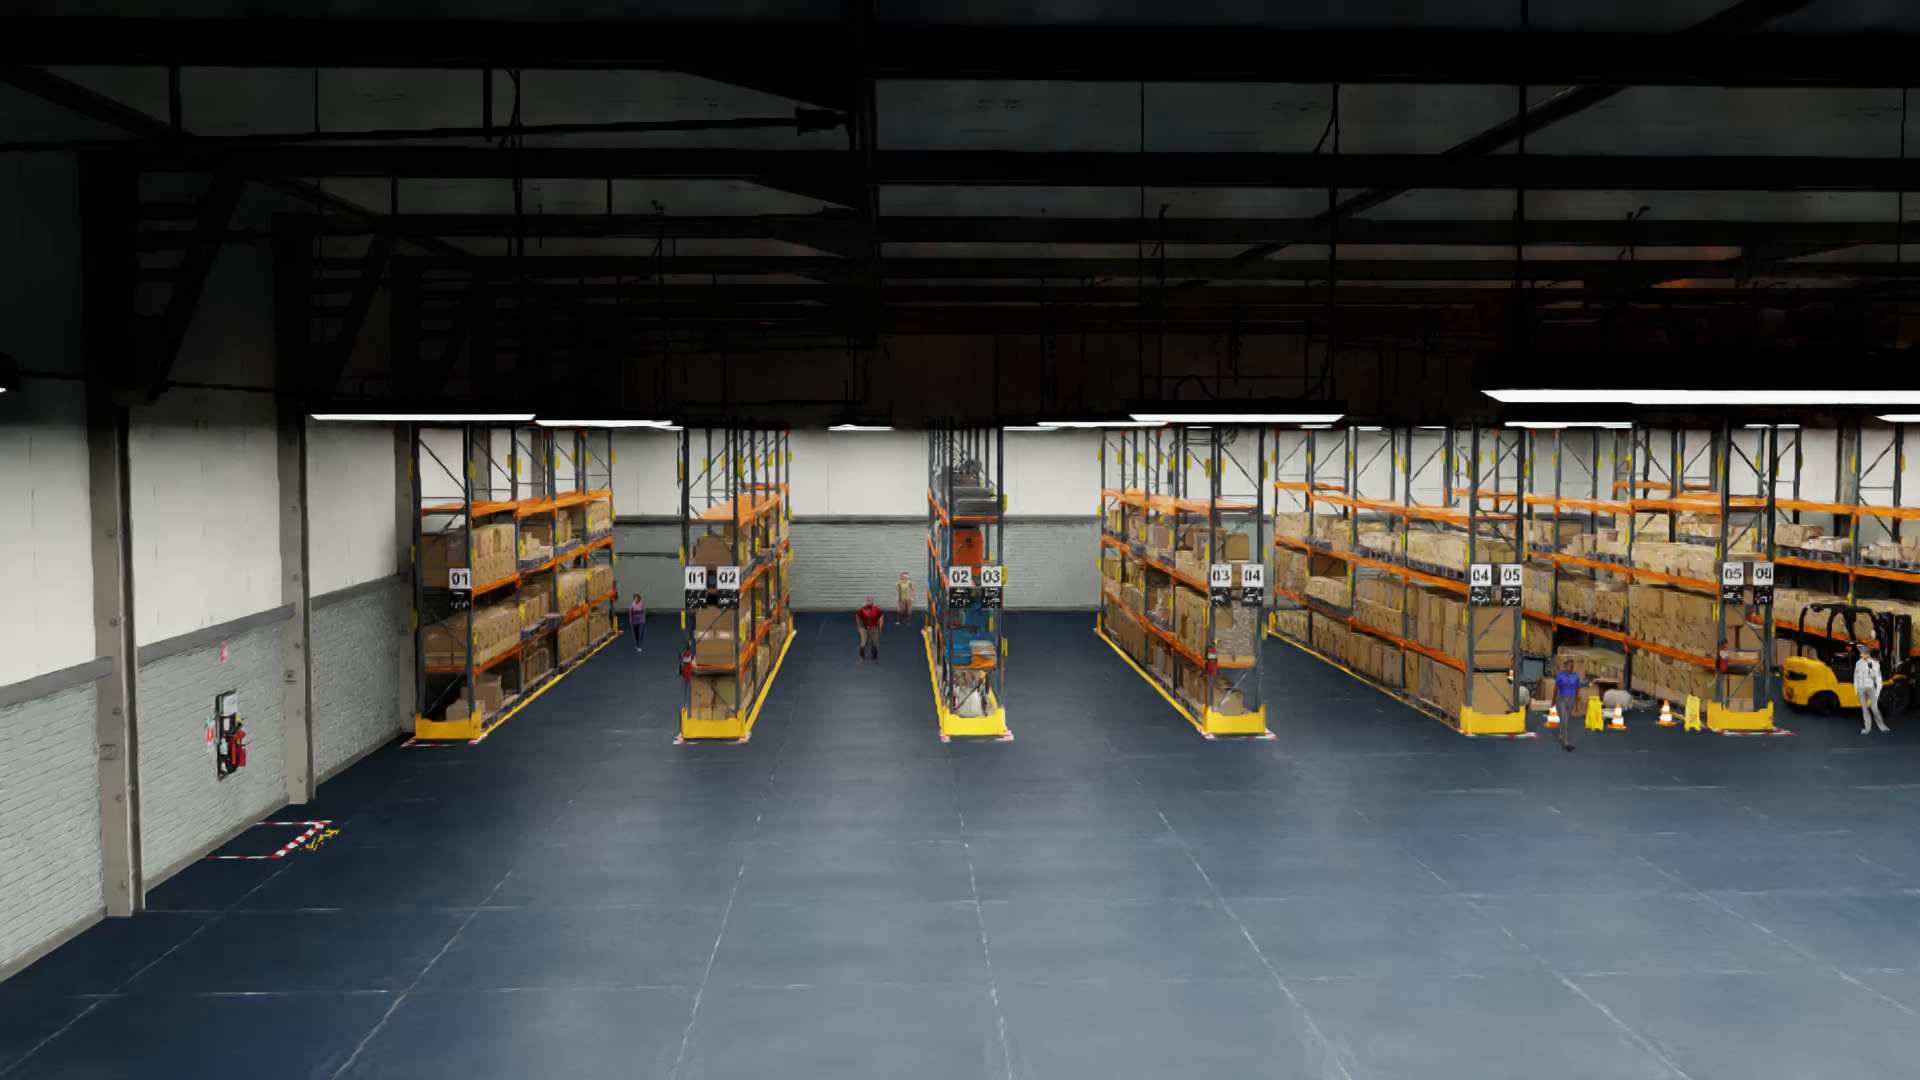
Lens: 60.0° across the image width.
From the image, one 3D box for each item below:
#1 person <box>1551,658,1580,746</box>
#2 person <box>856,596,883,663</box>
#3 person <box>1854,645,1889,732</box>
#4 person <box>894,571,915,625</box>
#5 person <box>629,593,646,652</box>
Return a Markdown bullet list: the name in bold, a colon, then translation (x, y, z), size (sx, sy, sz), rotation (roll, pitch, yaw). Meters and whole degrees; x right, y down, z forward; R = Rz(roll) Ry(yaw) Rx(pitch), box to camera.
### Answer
- **person**: translation (11.094, 2.932, 30.363), size (0.447, 1.571, 1.065), rotation (0, 4, -4)
- **person**: translation (-2.232, 2.212, 41.069), size (0.682, 1.676, 0.535), rotation (0, 4, -5)
- **person**: translation (17.281, 2.824, 31.561), size (0.449, 1.659, 0.630), rotation (-3, 5, -36)
- **person**: translation (-1.637, 1.721, 49.083), size (0.598, 1.619, 0.507), rotation (0, 4, -3)
- **person**: translation (-8.394, 2.129, 43.254), size (0.417, 1.517, 1.037), rotation (0, 4, 0)
